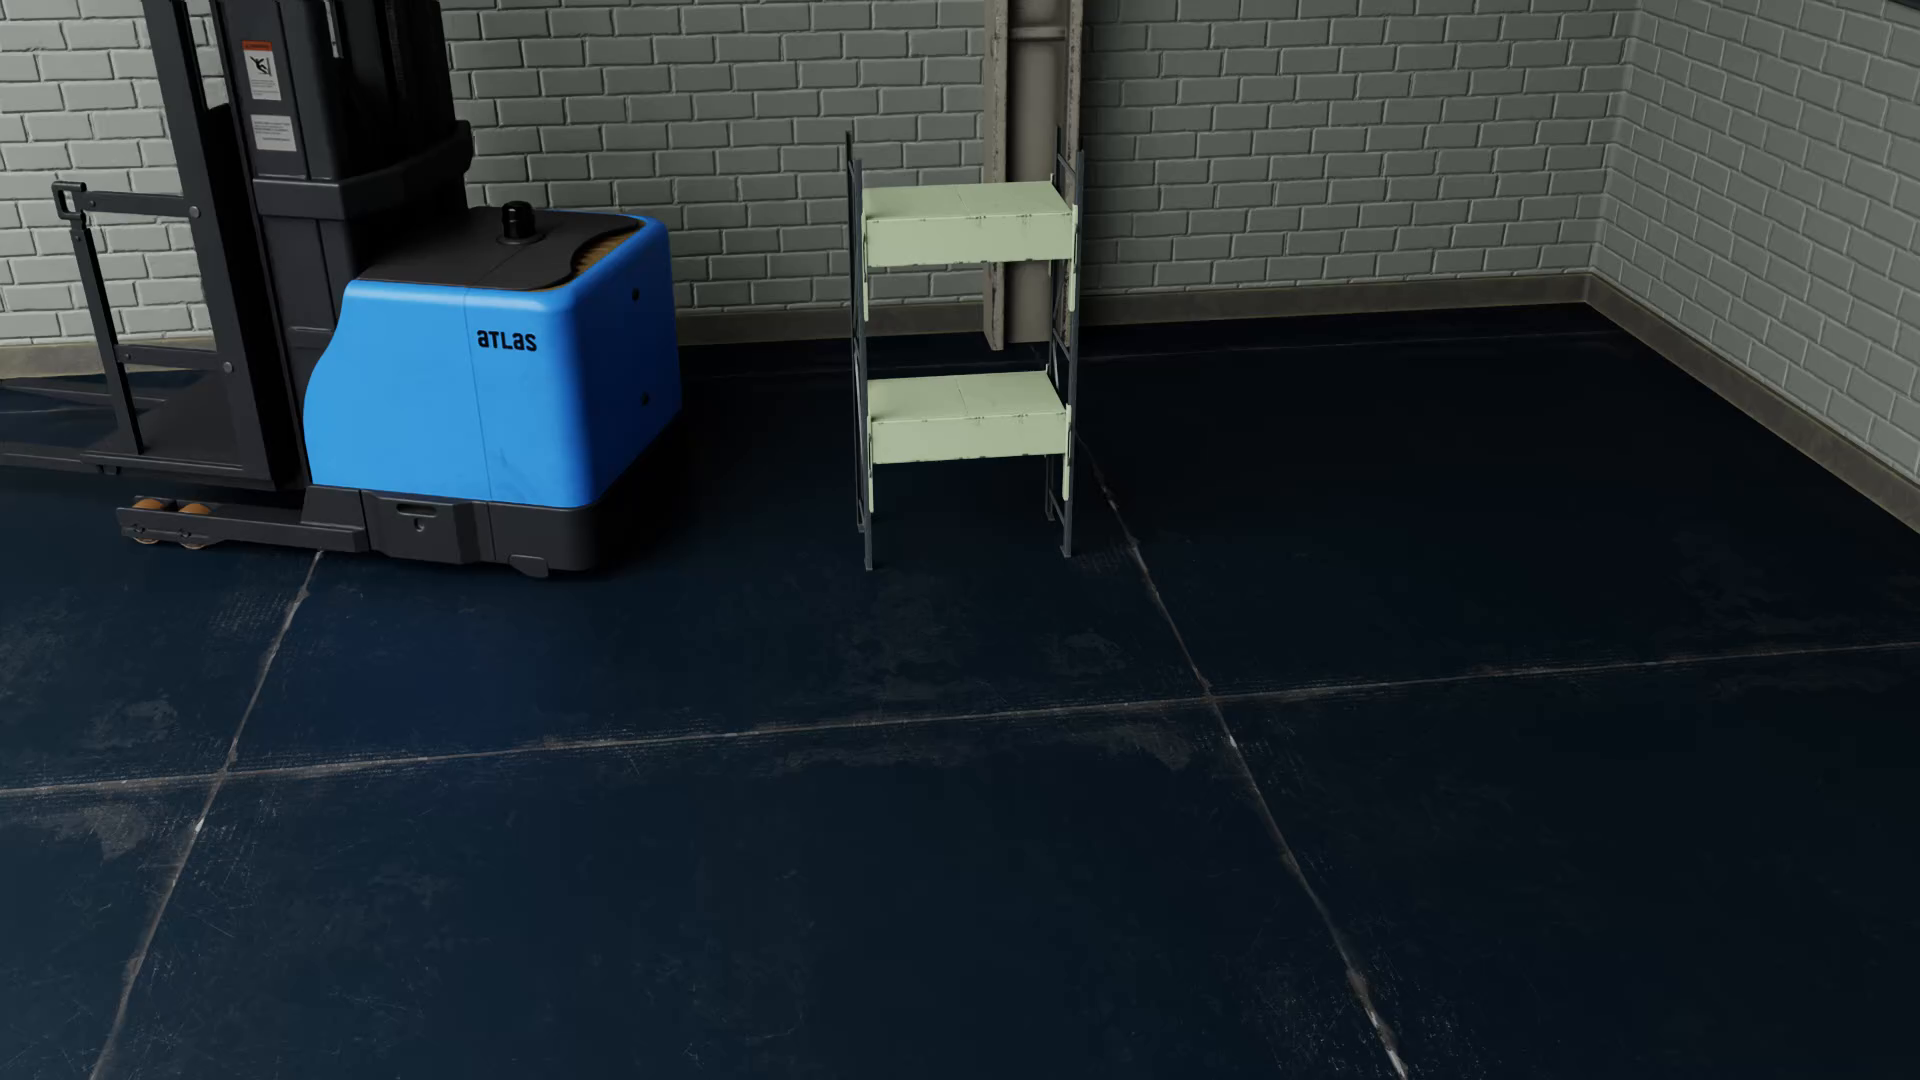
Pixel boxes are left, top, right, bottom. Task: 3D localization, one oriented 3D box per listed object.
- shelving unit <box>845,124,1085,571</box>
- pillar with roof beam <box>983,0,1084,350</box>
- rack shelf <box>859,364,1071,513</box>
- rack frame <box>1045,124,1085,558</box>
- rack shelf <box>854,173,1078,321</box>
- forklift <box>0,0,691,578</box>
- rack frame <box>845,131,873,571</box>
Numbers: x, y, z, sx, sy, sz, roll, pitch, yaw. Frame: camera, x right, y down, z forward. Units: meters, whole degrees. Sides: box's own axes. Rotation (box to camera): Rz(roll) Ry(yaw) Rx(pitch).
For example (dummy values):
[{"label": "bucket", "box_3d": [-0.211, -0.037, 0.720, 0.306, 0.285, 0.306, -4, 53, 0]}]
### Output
[{"label": "shelving unit", "box_3d": [0.007, -0.668, 5.908, 0.755, 1.500, 0.431, -4, 27, -7]}, {"label": "pillar with roof beam", "box_3d": [0.931, -3.056, 2.349, 0.400, 9.000, 9.100, -4, 27, -7]}, {"label": "rack shelf", "box_3d": [0.007, -0.378, 6.057, 0.720, 0.370, 0.431, -4, 27, -7]}, {"label": "rack frame", "box_3d": [0.369, -0.691, 5.954, 0.023, 1.500, 0.400, -4, 27, -7]}, {"label": "rack shelf", "box_3d": [0.007, -1.015, 5.730, 0.720, 0.370, 0.431, -4, 27, -7]}, {"label": "forklift", "box_3d": [-2.655, -1.498, 5.959, 3.031, 2.935, 1.130, 5, 28, 11]}, {"label": "rack frame", "box_3d": [-0.356, -0.644, 5.863, 0.023, 1.500, 0.400, -4, 27, -7]}]
